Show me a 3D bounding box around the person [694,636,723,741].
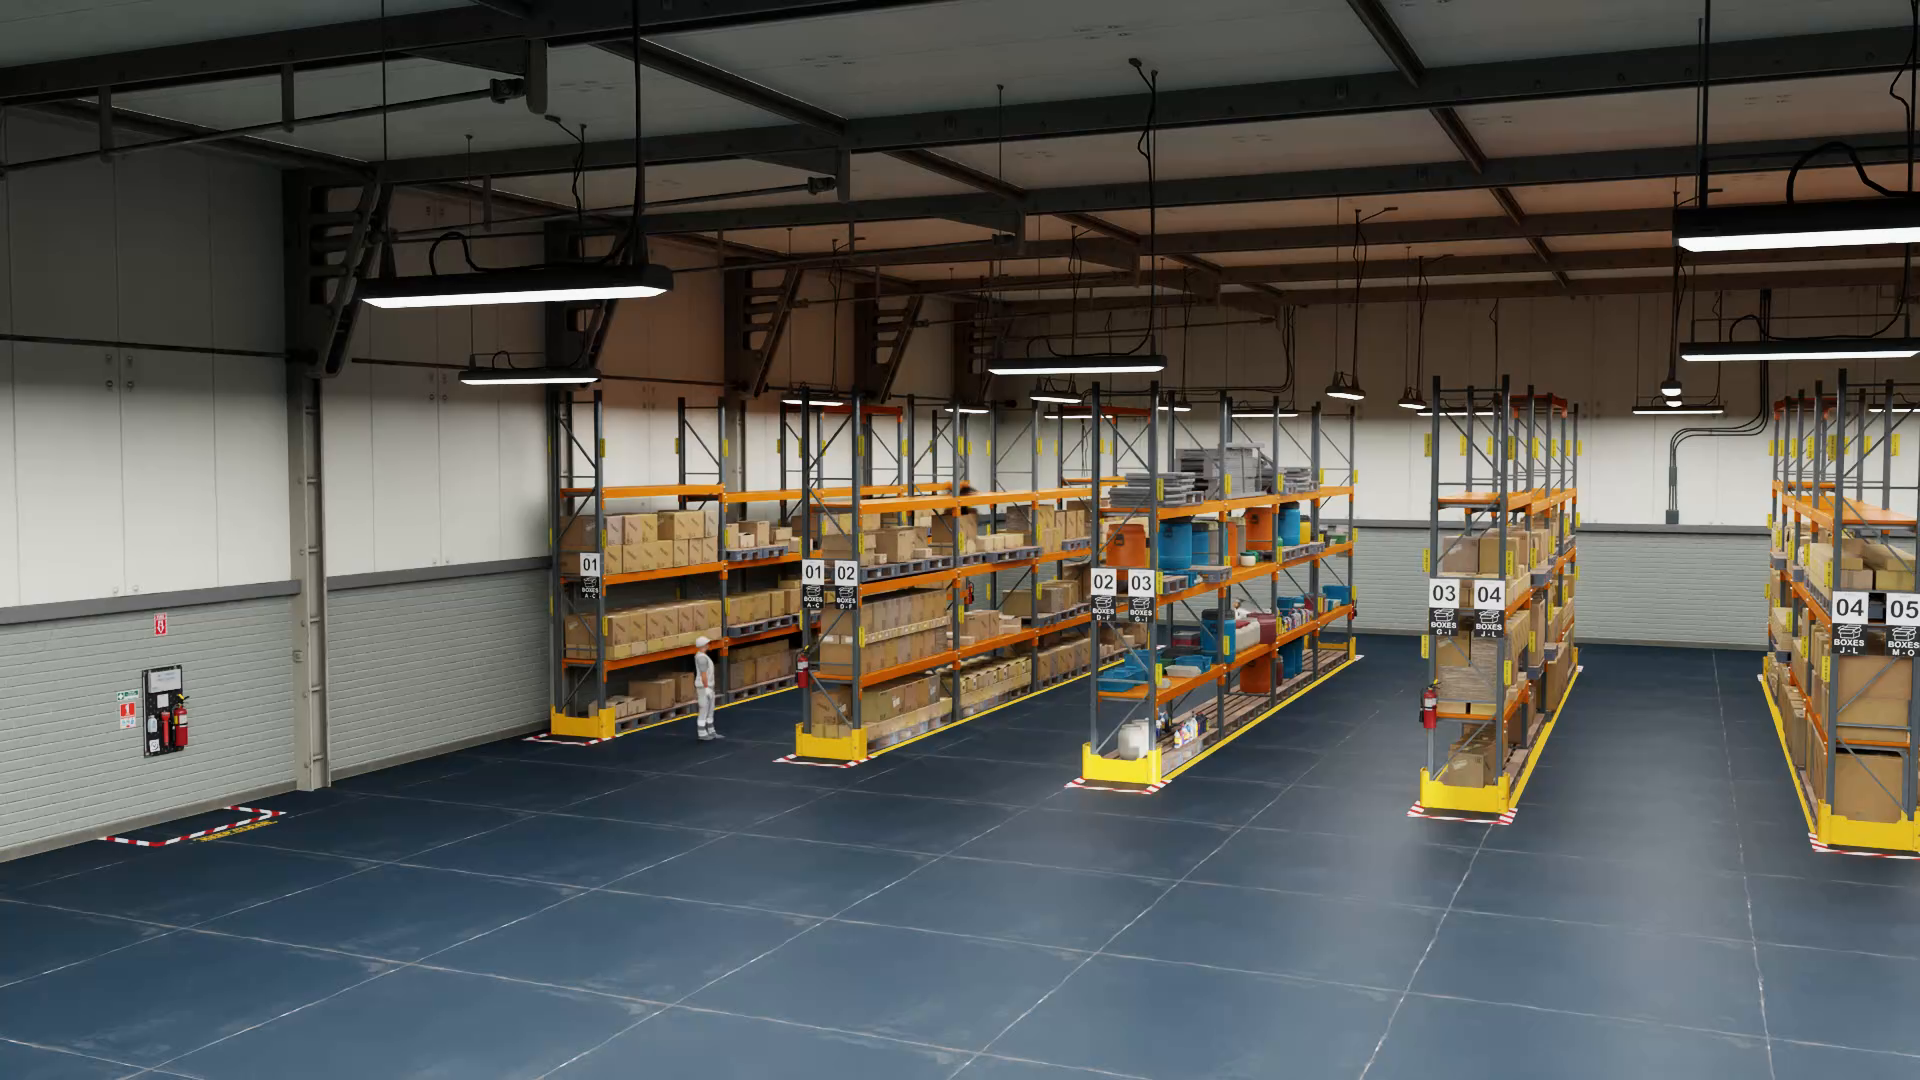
[{"bbox_3d":[-4.346,2.540,28.569,0.466,1.794,0.620,0,3,6],"label":"person"}]

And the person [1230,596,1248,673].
[{"bbox_3d":[6.231,2.115,37.129,0.574,1.736,0.805,2,4,30],"label":"person"}]
